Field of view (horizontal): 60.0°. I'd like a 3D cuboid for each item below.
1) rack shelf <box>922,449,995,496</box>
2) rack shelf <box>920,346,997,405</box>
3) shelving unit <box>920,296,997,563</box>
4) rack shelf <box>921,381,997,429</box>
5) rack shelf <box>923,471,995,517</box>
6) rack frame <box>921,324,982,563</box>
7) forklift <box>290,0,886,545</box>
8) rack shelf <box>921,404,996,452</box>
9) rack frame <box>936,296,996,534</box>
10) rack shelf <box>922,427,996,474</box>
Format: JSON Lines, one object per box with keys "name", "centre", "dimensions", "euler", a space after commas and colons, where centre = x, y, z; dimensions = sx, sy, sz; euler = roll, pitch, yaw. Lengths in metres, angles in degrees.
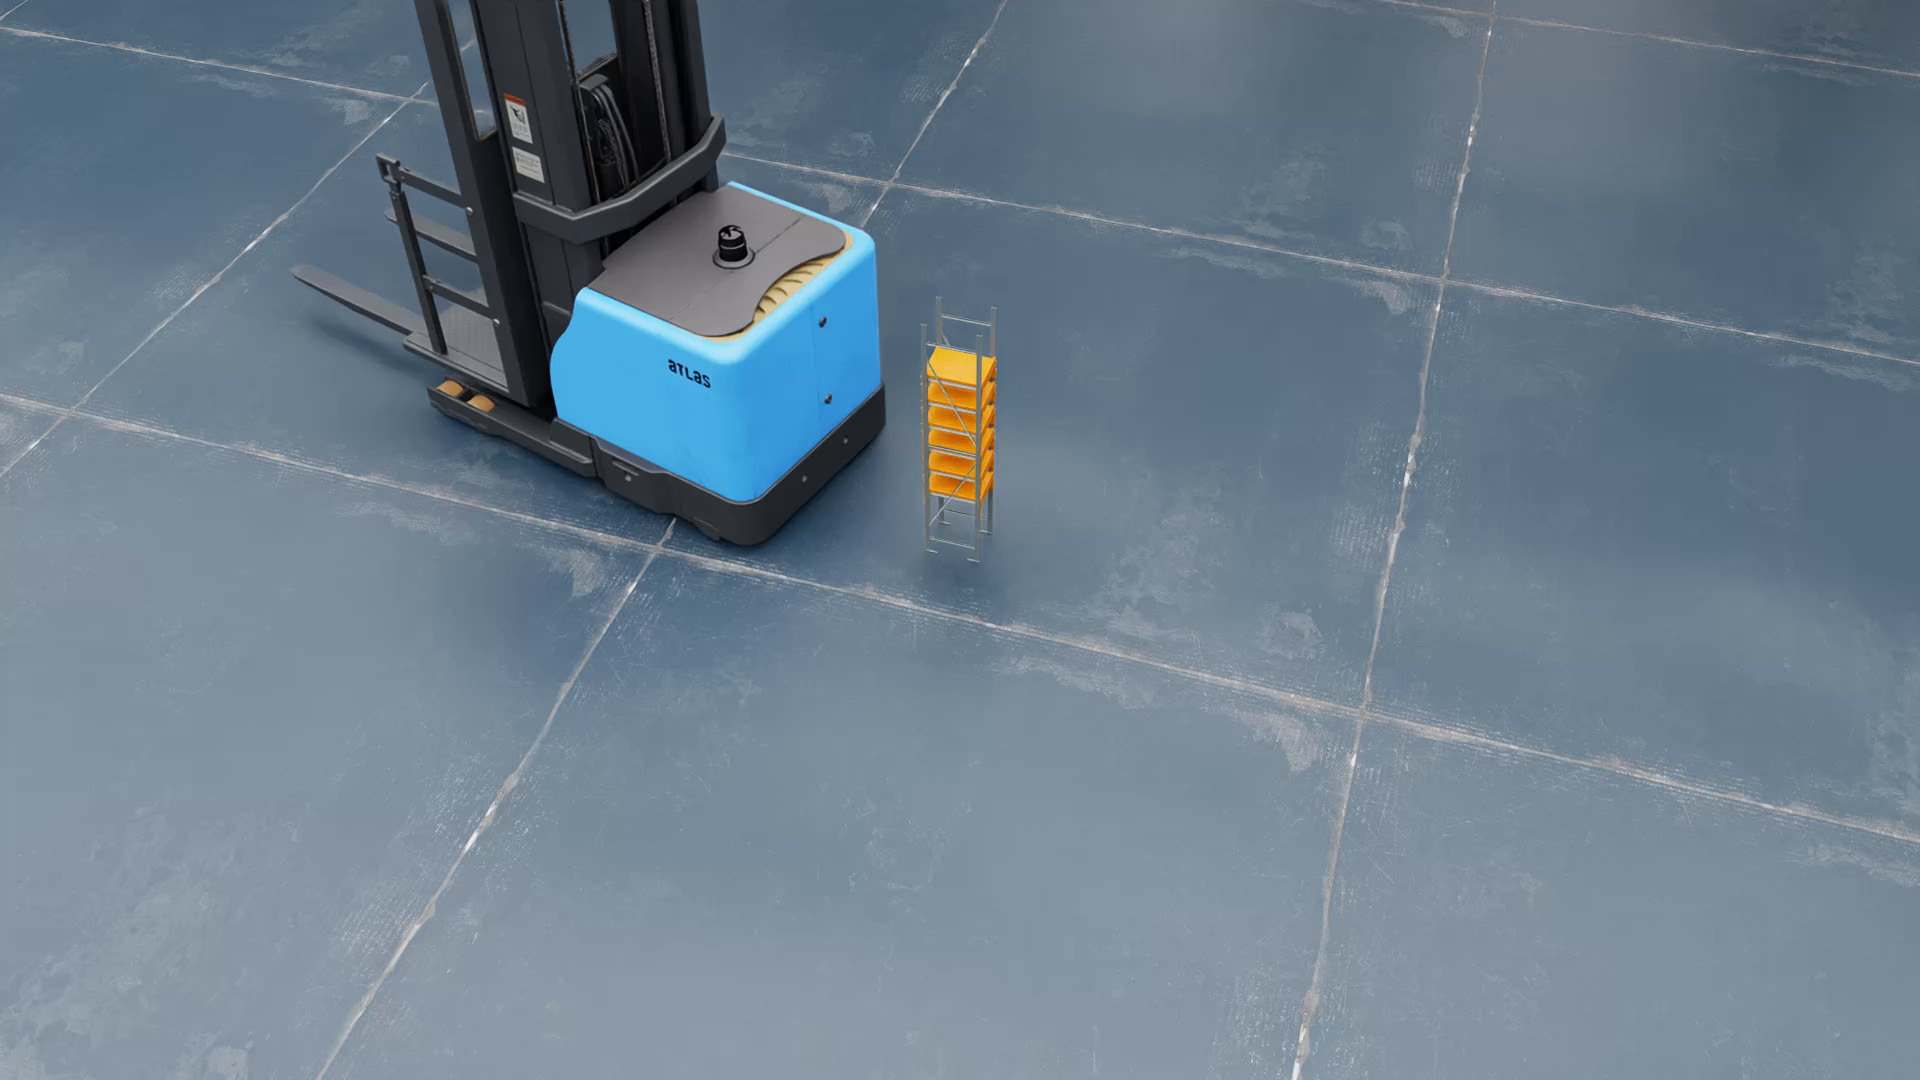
{"name": "rack shelf", "centre": [-0.004, -0.302, 6.834], "dimensions": [0.258, 0.103, 0.180], "euler": [13, 46, 12]}
{"name": "rack shelf", "centre": [-0.004, -0.645, 6.499], "dimensions": [0.258, 0.103, 0.180], "euler": [13, 46, 12]}
{"name": "shelving unit", "centre": [-0.004, -0.419, 6.719], "dimensions": [0.258, 1.200, 0.189], "euler": [13, 46, 12]}
{"name": "rack shelf", "centre": [-0.004, -0.559, 6.583], "dimensions": [0.258, 0.103, 0.180], "euler": [13, 46, 12]}
{"name": "rack shelf", "centre": [-0.004, -0.216, 6.918], "dimensions": [0.258, 0.103, 0.180], "euler": [13, 46, 12]}
{"name": "rack frame", "centre": [-0.032, -0.358, 6.657], "dimensions": [0.240, 1.200, 0.006], "euler": [13, 46, 12]}
{"name": "forklift", "centre": [-1.852, -1.831, 6.925], "dimensions": [3.031, 2.935, 1.130], "euler": [25, 49, 23]}
{"name": "rack shelf", "centre": [-0.004, -0.473, 6.667], "dimensions": [0.258, 0.103, 0.180], "euler": [13, 46, 12]}
{"name": "rack frame", "centre": [0.023, -0.480, 6.782], "dimensions": [0.240, 1.200, 0.006], "euler": [13, 46, 12]}
{"name": "rack shelf", "centre": [-0.004, -0.387, 6.751], "dimensions": [0.258, 0.103, 0.180], "euler": [13, 46, 12]}
